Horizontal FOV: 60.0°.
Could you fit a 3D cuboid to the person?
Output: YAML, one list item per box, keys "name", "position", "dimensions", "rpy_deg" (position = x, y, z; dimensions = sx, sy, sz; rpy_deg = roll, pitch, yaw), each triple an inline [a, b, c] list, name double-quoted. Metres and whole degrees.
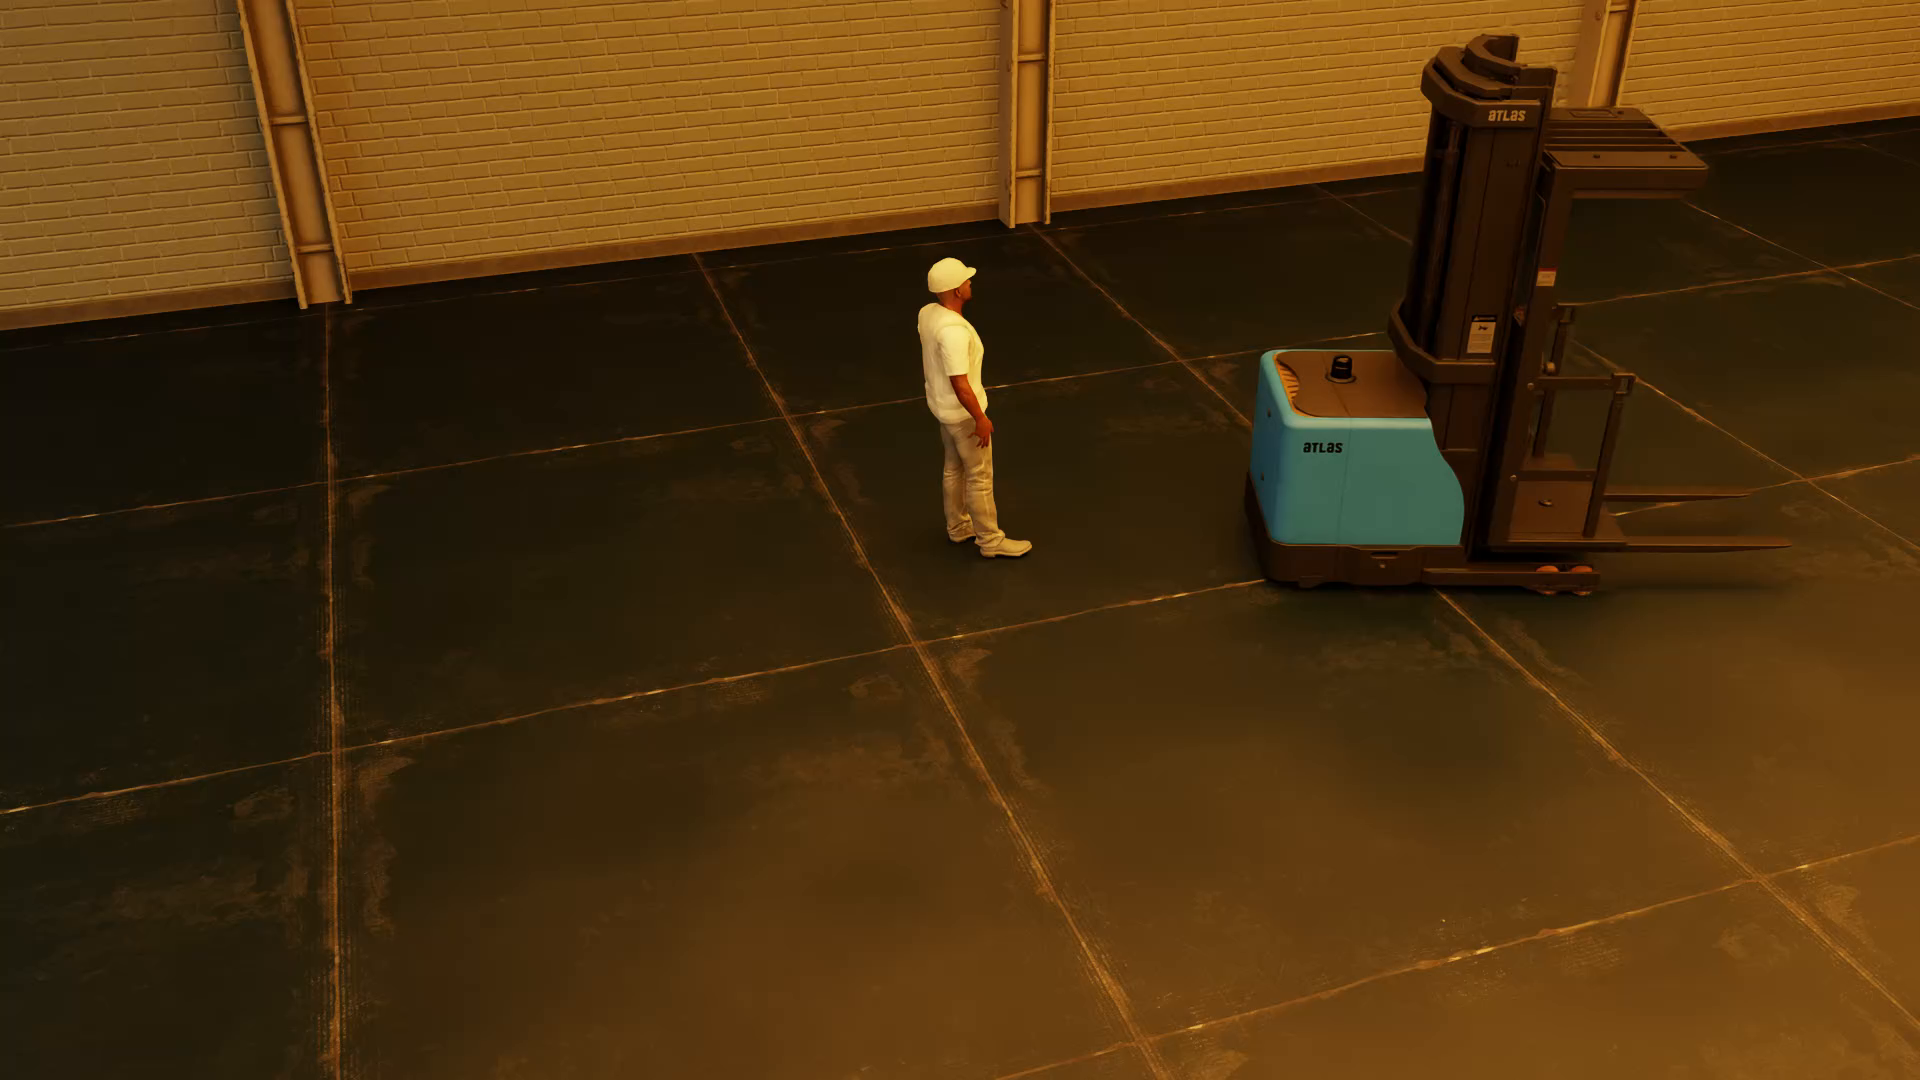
- name: "person"
  position: [0.068, -0.780, 9.597]
  dimensions: [0.575, 1.768, 0.666]
  rpy_deg: [-10, 31, -16]

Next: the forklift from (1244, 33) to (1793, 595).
- name: "forklift"
  position: [3.268, -1.224, 9.214]
  dimensions: [3.031, 2.935, 1.130]
  rpy_deg: [0, 30, 1]
